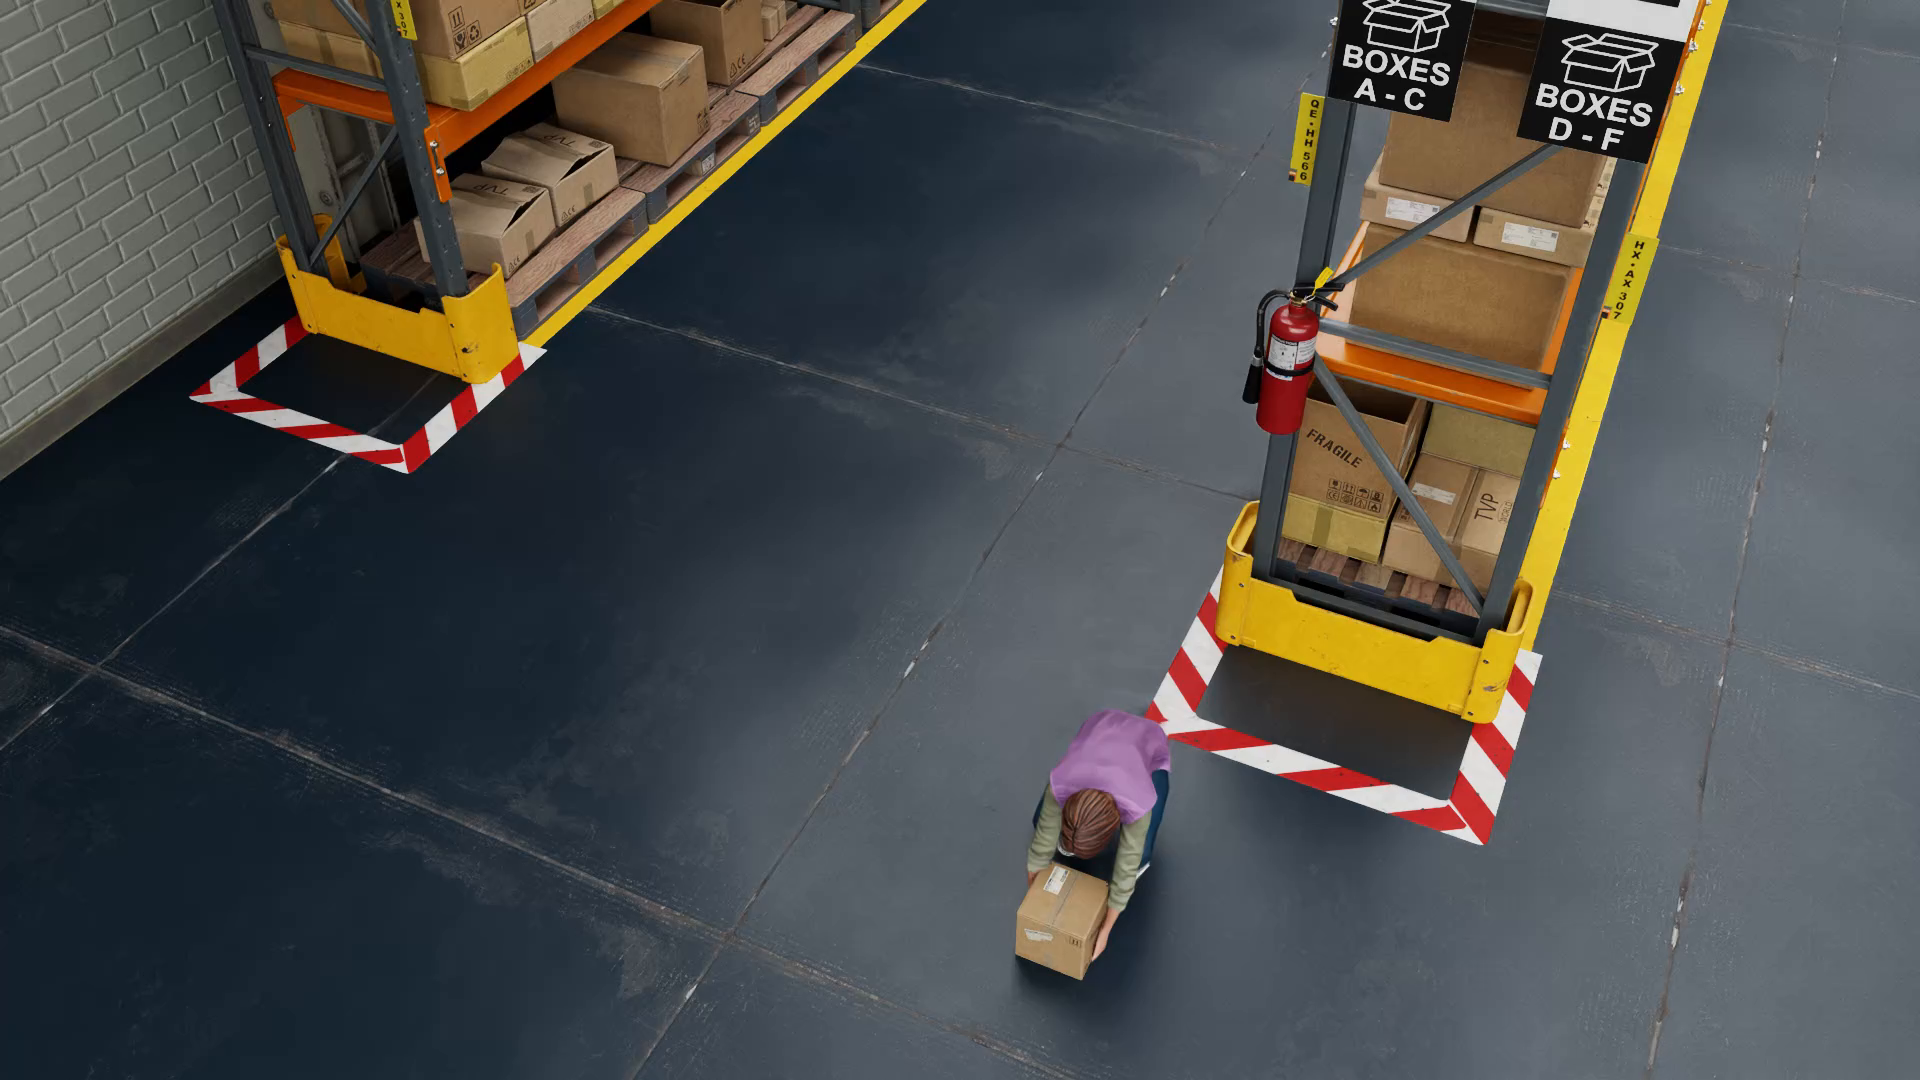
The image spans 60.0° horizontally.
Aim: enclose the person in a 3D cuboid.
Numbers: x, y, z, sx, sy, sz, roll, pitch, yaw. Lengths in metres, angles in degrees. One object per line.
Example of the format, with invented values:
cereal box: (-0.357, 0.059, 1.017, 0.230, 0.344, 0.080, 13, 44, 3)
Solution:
person: (0.497, 0.930, 5.795, 0.437, 0.769, 0.808, 18, 45, 18)
